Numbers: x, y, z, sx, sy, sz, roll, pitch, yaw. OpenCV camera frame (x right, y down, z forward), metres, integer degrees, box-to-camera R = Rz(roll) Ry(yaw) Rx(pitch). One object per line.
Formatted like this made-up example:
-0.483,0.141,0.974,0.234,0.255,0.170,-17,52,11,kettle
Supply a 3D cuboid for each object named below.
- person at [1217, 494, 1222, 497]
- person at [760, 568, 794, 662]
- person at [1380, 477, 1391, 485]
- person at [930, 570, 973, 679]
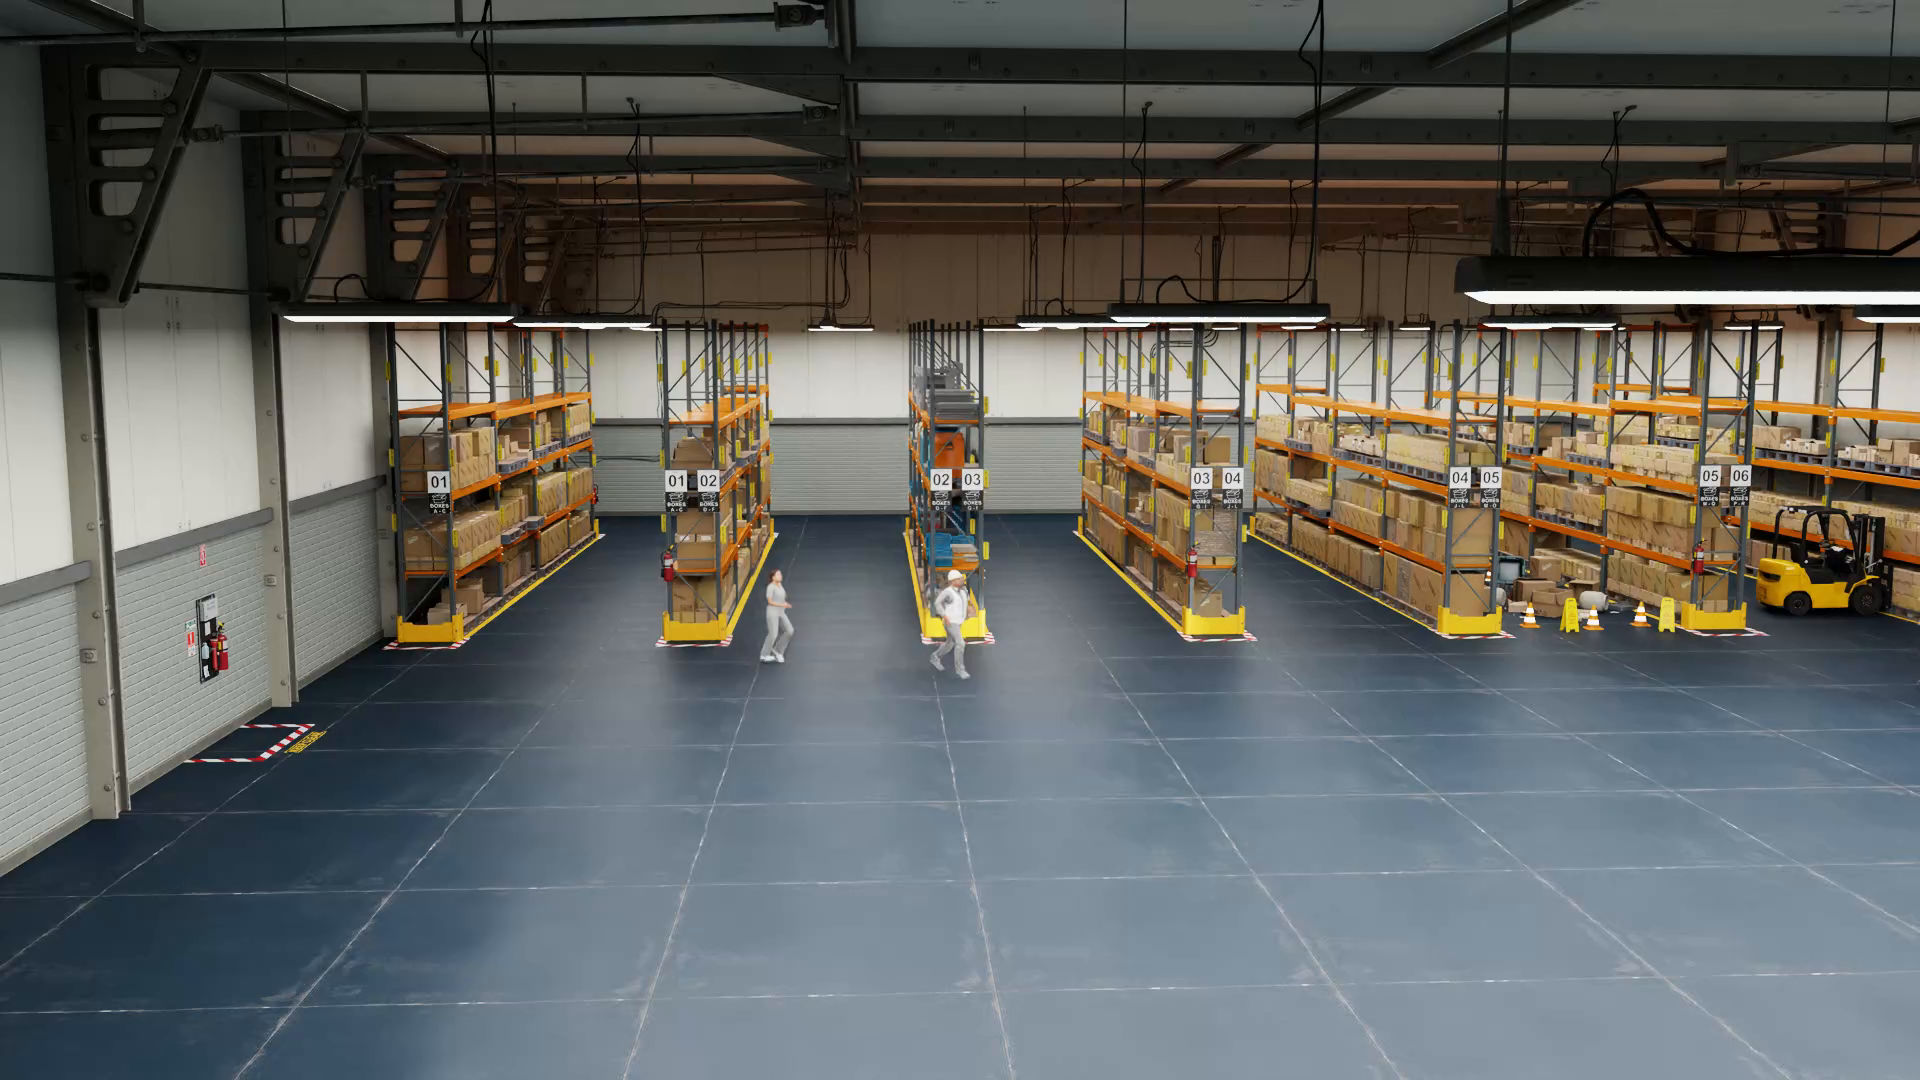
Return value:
7.261,-0.870,46.530,0.757,1.720,0.680,0,7,-1,person
-3.186,1.329,29.045,0.683,1.690,0.589,4,8,28,person
12.604,-1.218,49.502,0.919,1.684,0.647,0,7,-2,person
-0.146,1.391,27.953,0.837,1.809,0.656,3,8,26,person
